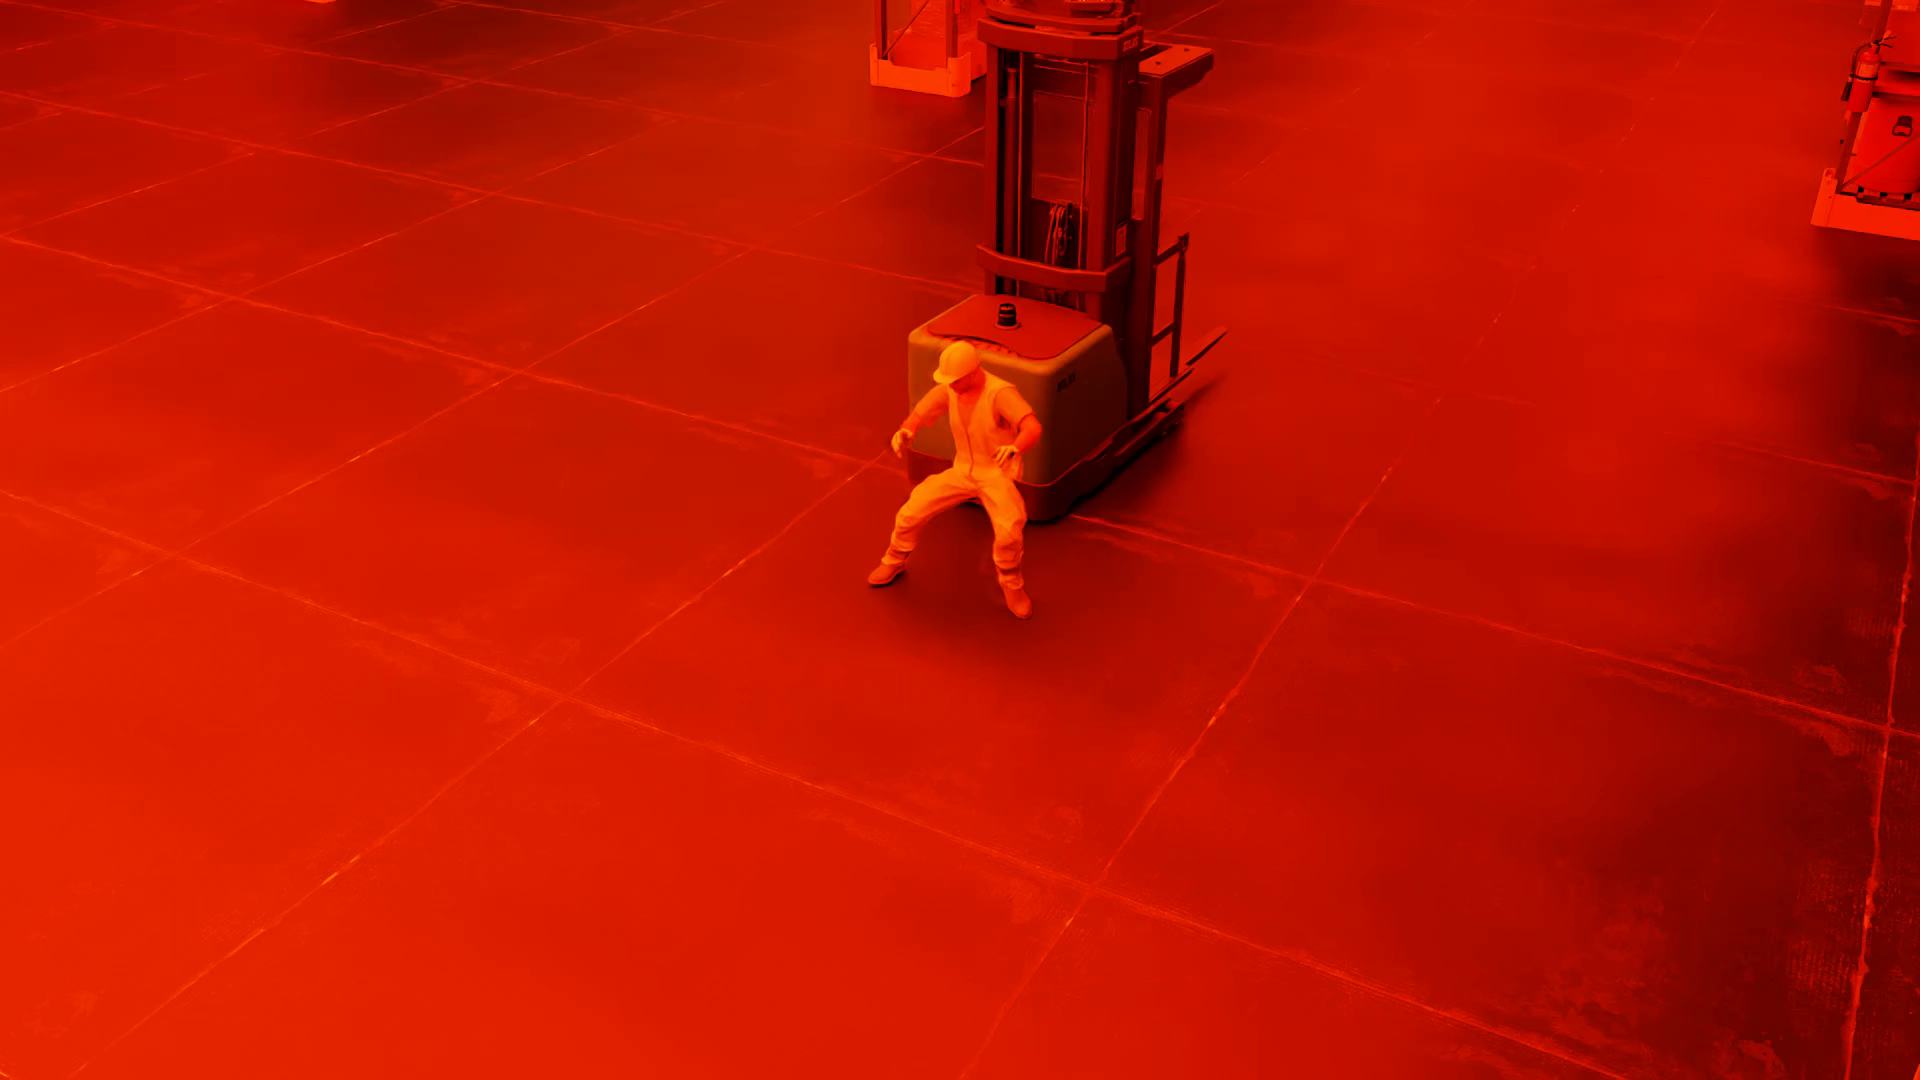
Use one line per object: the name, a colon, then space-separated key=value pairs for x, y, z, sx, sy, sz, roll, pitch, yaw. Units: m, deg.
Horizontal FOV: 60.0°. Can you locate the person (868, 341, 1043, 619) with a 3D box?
person: x=-0.002 y=-0.342 z=9.075 sx=1.032 sy=1.518 sz=0.762 roll=22 pitch=37 yaw=33

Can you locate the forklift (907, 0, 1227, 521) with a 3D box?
forklift: x=0.879 y=-2.081 z=10.677 sx=1.130 sy=2.935 sz=3.031 roll=17 pitch=34 yaw=28
